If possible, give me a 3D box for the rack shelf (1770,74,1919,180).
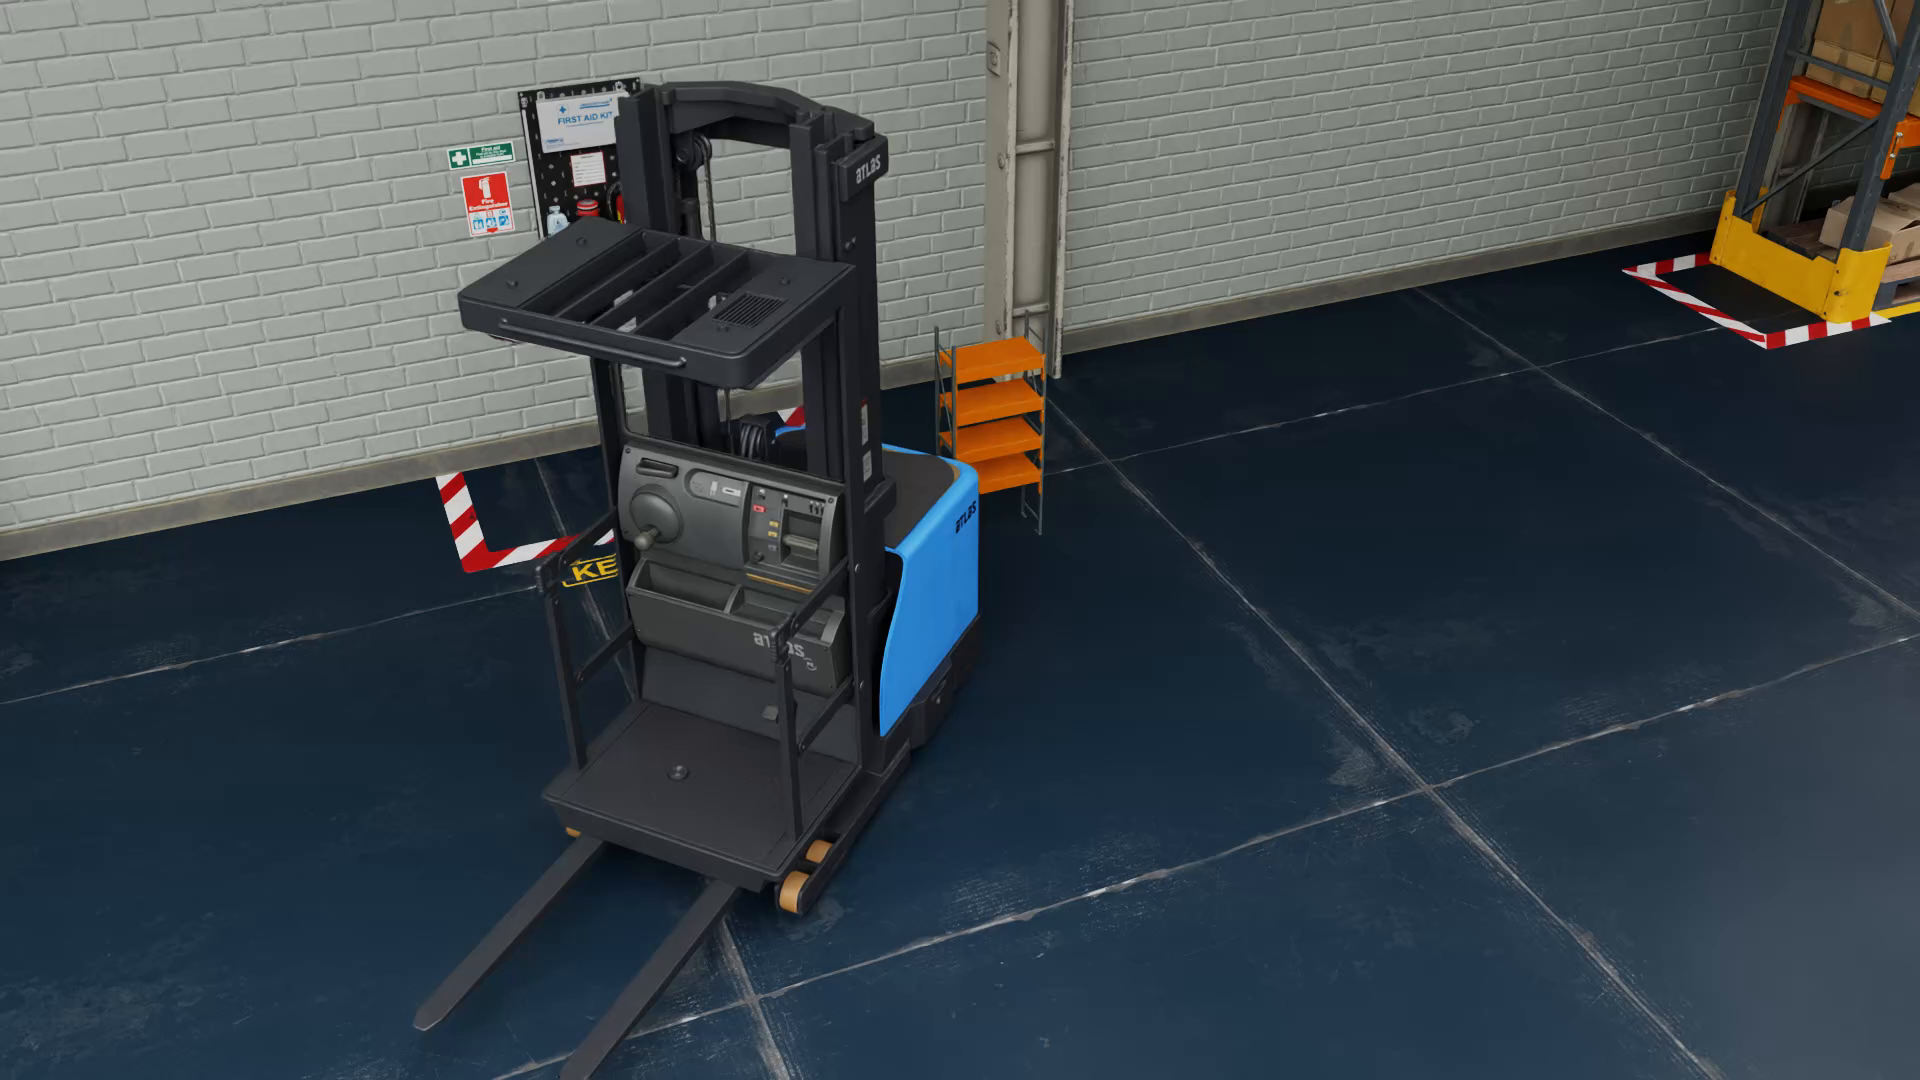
[{"bbox_3d":[7.453,-3.105,11.431,4.000,0.370,1.077,-13,35,-19],"label":"rack shelf"}]

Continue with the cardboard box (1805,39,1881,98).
[{"bbox_3d":[5.965,-3.126,10.923,0.500,0.250,0.500,-12,35,-18],"label":"cardboard box"}]

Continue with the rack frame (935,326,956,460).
[{"bbox_3d":[-0.072,-0.486,8.397,0.015,1.200,0.240,-13,35,-19],"label":"rack frame"}]

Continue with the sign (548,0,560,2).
[{"bbox_3d":[-1.952,-2.818,8.205,0.199,0.298,0.001,-13,35,-19],"label":"sign"}]

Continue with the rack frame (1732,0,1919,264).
[{"bbox_3d":[5.609,-2.984,10.586,0.127,3.000,1.000,-13,35,-19],"label":"rack frame"}]

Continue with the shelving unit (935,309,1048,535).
[{"bbox_3d":[0.153,-0.538,8.476,0.503,1.200,0.258,-13,35,-19],"label":"shelving unit"}]

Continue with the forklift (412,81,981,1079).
[{"bbox_3d":[-0.970,-0.037,6.120,1.130,2.935,3.031,14,36,20],"label":"forklift"}]

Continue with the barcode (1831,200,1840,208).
[{"bbox_3d":[6.144,-2.351,11.667,0.075,0.075,0.001,-13,35,-19],"label":"barcode"}]

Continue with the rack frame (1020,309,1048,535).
[{"bbox_3d":[0.378,-0.589,8.556,0.015,1.200,0.240,-13,35,-19],"label":"rack frame"}]

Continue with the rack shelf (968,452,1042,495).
[{"bbox_3d":[0.153,-0.315,8.621,0.480,0.148,0.258,-13,35,-19],"label":"rack shelf"}]

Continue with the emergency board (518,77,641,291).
[{"bbox_3d":[-1.906,-1.798,8.762,0.643,1.169,0.194,-13,35,-19],"label":"emergency board"}]

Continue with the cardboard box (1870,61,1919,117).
[{"bbox_3d":[6.182,-2.873,10.534,0.500,0.250,0.500,-14,36,-20],"label":"cardboard box"}]

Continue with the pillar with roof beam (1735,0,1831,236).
[{"bbox_3d":[7.586,-3.917,6.519,0.400,9.000,9.100,-13,35,-19],"label":"pillar with roof beam"}]

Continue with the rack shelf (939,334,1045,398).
[{"bbox_3d":[0.153,-0.867,8.262,0.480,0.148,0.258,-13,35,-19],"label":"rack shelf"}]

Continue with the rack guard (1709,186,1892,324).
[{"bbox_3d":[5.679,-1.953,11.292,0.348,0.500,1.175,-13,35,-19],"label":"rack guard"}]

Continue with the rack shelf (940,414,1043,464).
[{"bbox_3d":[0.153,-0.481,8.513,0.480,0.148,0.258,-13,35,-19],"label":"rack shelf"}]

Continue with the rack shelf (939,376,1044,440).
[{"bbox_3d":[0.153,-0.669,8.391,0.480,0.148,0.258,-13,35,-19],"label":"rack shelf"}]

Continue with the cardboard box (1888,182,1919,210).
[{"bbox_3d":[6.808,-2.263,11.539,0.500,0.311,0.500,-10,34,-15],"label":"cardboard box"}]

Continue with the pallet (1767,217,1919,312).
[{"bbox_3d":[6.442,-1.985,11.608,1.213,0.211,1.003,-13,35,-19],"label":"pallet"}]

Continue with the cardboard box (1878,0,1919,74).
[{"bbox_3d":[6.166,-3.194,10.340,0.500,0.500,0.500,-13,35,-19],"label":"cardboard box"}]

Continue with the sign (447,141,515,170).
[{"bbox_3d":[-2.448,-1.966,8.503,0.331,0.109,0.001,-13,35,-19],"label":"sign"}]

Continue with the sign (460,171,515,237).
[{"bbox_3d":[-2.455,-1.748,8.653,0.234,0.329,0.001,-13,35,-19],"label":"sign"}]

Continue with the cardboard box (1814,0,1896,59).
[{"bbox_3d":[5.962,-3.450,10.734,0.500,0.500,0.500,-13,35,-19],"label":"cardboard box"}]

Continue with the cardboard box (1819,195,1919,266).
[{"bbox_3d":[6.282,-2.142,11.354,0.500,0.311,0.500,-17,37,-24],"label":"cardboard box"}]

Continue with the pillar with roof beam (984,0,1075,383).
[{"bbox_3d":[2.054,-2.650,4.572,0.400,9.000,9.100,-13,35,-19],"label":"pillar with roof beam"}]
